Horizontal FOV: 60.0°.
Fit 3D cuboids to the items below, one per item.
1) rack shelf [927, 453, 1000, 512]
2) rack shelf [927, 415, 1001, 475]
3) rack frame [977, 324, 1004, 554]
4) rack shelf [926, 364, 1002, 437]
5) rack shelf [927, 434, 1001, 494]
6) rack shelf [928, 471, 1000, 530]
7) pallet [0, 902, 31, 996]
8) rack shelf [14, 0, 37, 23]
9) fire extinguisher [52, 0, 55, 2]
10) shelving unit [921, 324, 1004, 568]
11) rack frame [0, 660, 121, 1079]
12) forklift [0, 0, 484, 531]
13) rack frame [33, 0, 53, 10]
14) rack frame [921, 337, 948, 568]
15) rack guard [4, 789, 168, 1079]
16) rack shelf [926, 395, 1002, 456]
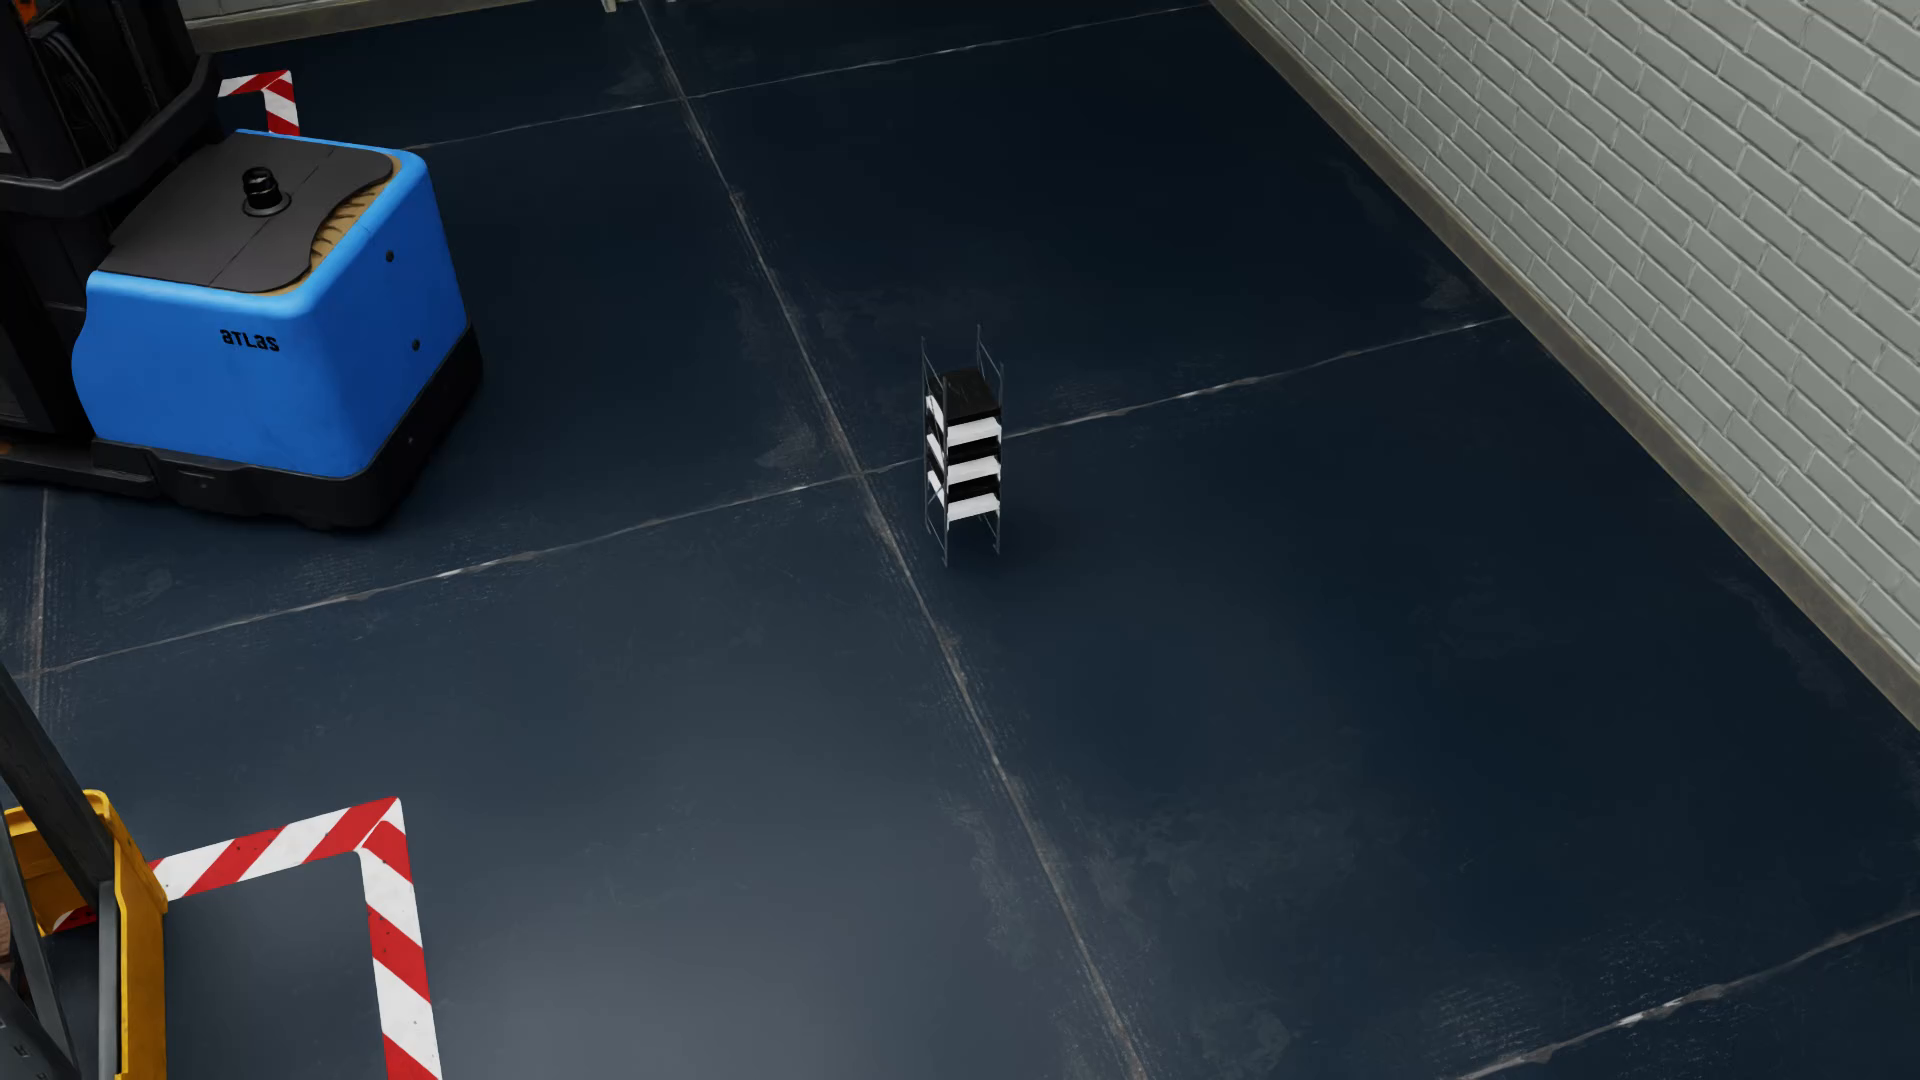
[{"bbox_3d":[0.008,-0.233,6.021,0.200,0.077,0.258,-14,47,-14],"label":"rack shelf"},{"bbox_3d":[0.008,-0.360,5.893,0.200,0.077,0.258,-14,47,-14],"label":"rack shelf"},{"bbox_3d":[0.103,-0.344,5.958,0.006,0.900,0.240,-14,47,-14],"label":"rack frame"},{"bbox_3d":[0.008,-0.487,5.766,0.200,0.077,0.258,-14,47,-14],"label":"rack shelf"},{"bbox_3d":[0.008,-0.296,5.957,0.200,0.077,0.258,-14,47,-14],"label":"rack shelf"},{"bbox_3d":[0.008,-0.169,6.084,0.200,0.077,0.258,-14,47,-14],"label":"rack shelf"},{"bbox_3d":[-3.190,1.612,4.495,1.213,0.211,1.003,-14,47,-14],"label":"pallet"},{"bbox_3d":[-5.935,-2.148,6.781,4.000,0.370,1.077,-14,47,-14],"label":"rack shelf"},{"bbox_3d":[-3.756,-2.452,6.894,0.183,0.674,0.296,-14,47,-14],"label":"fire extinguisher"},{"bbox_3d":[0.008,-0.320,5.933,0.210,0.900,0.258,-14,47,-14],"label":"shelving unit"},{"bbox_3d":[-2.369,0.417,3.717,0.127,3.000,1.000,-14,47,-14],"label":"rack frame"},{"bbox_3d":[-3.535,-1.621,5.797,3.031,2.935,1.130,9,46,9],"label":"forklift"},{"bbox_3d":[-4.054,-2.883,7.005,0.127,3.000,1.000,-14,47,-14],"label":"rack frame"},{"bbox_3d":[-0.088,-0.295,5.909,0.006,0.900,0.240,-14,47,-14],"label":"rack frame"},{"bbox_3d":[-2.440,1.317,4.584,0.348,0.500,1.175,-14,47,-14],"label":"rack guard"},{"bbox_3d":[0.008,-0.423,5.829,0.200,0.077,0.258,-14,47,-14],"label":"rack shelf"}]
